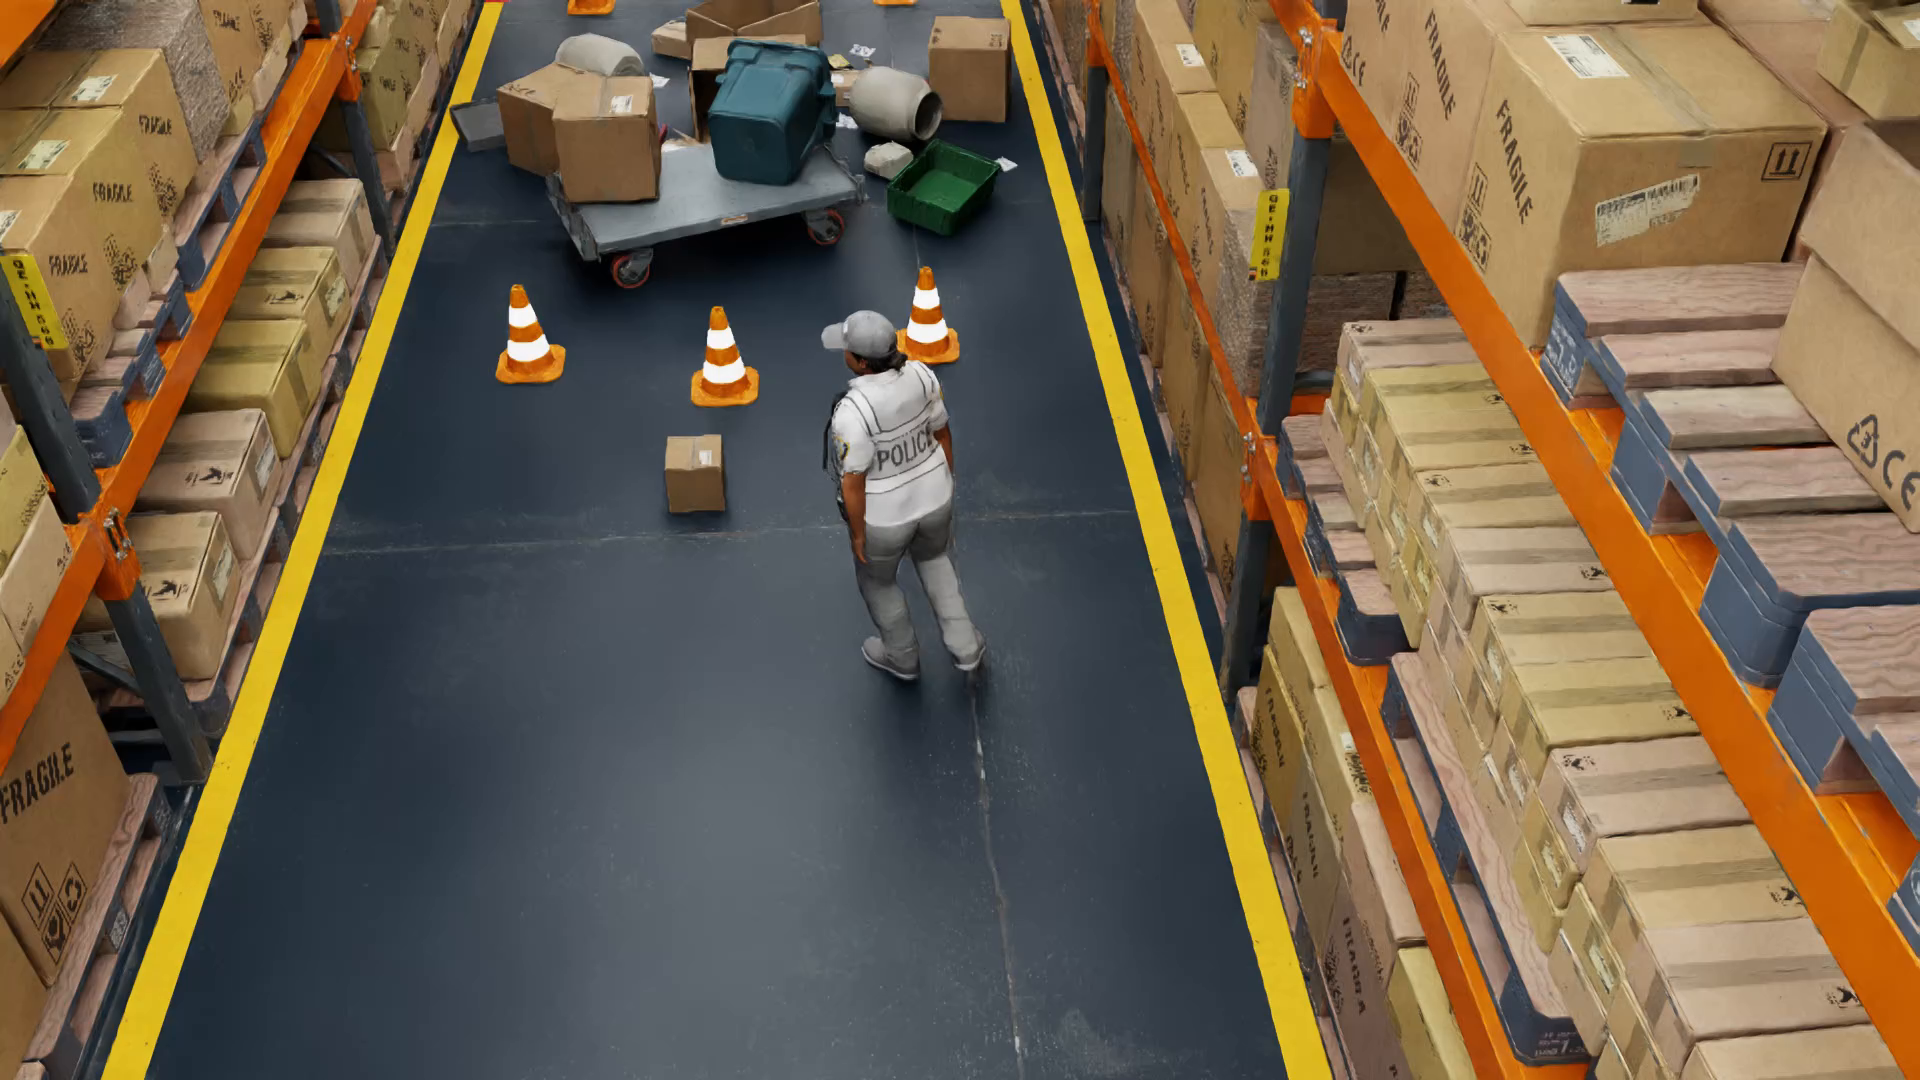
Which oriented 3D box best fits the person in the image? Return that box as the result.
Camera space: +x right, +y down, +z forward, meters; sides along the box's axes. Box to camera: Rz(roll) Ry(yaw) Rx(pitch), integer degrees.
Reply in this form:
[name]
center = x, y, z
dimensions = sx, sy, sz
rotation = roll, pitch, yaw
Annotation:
[person]
center = -0.202, -0.126, 6.309
dimensions = 0.553, 1.653, 0.563
rotation = -28, 47, -30
